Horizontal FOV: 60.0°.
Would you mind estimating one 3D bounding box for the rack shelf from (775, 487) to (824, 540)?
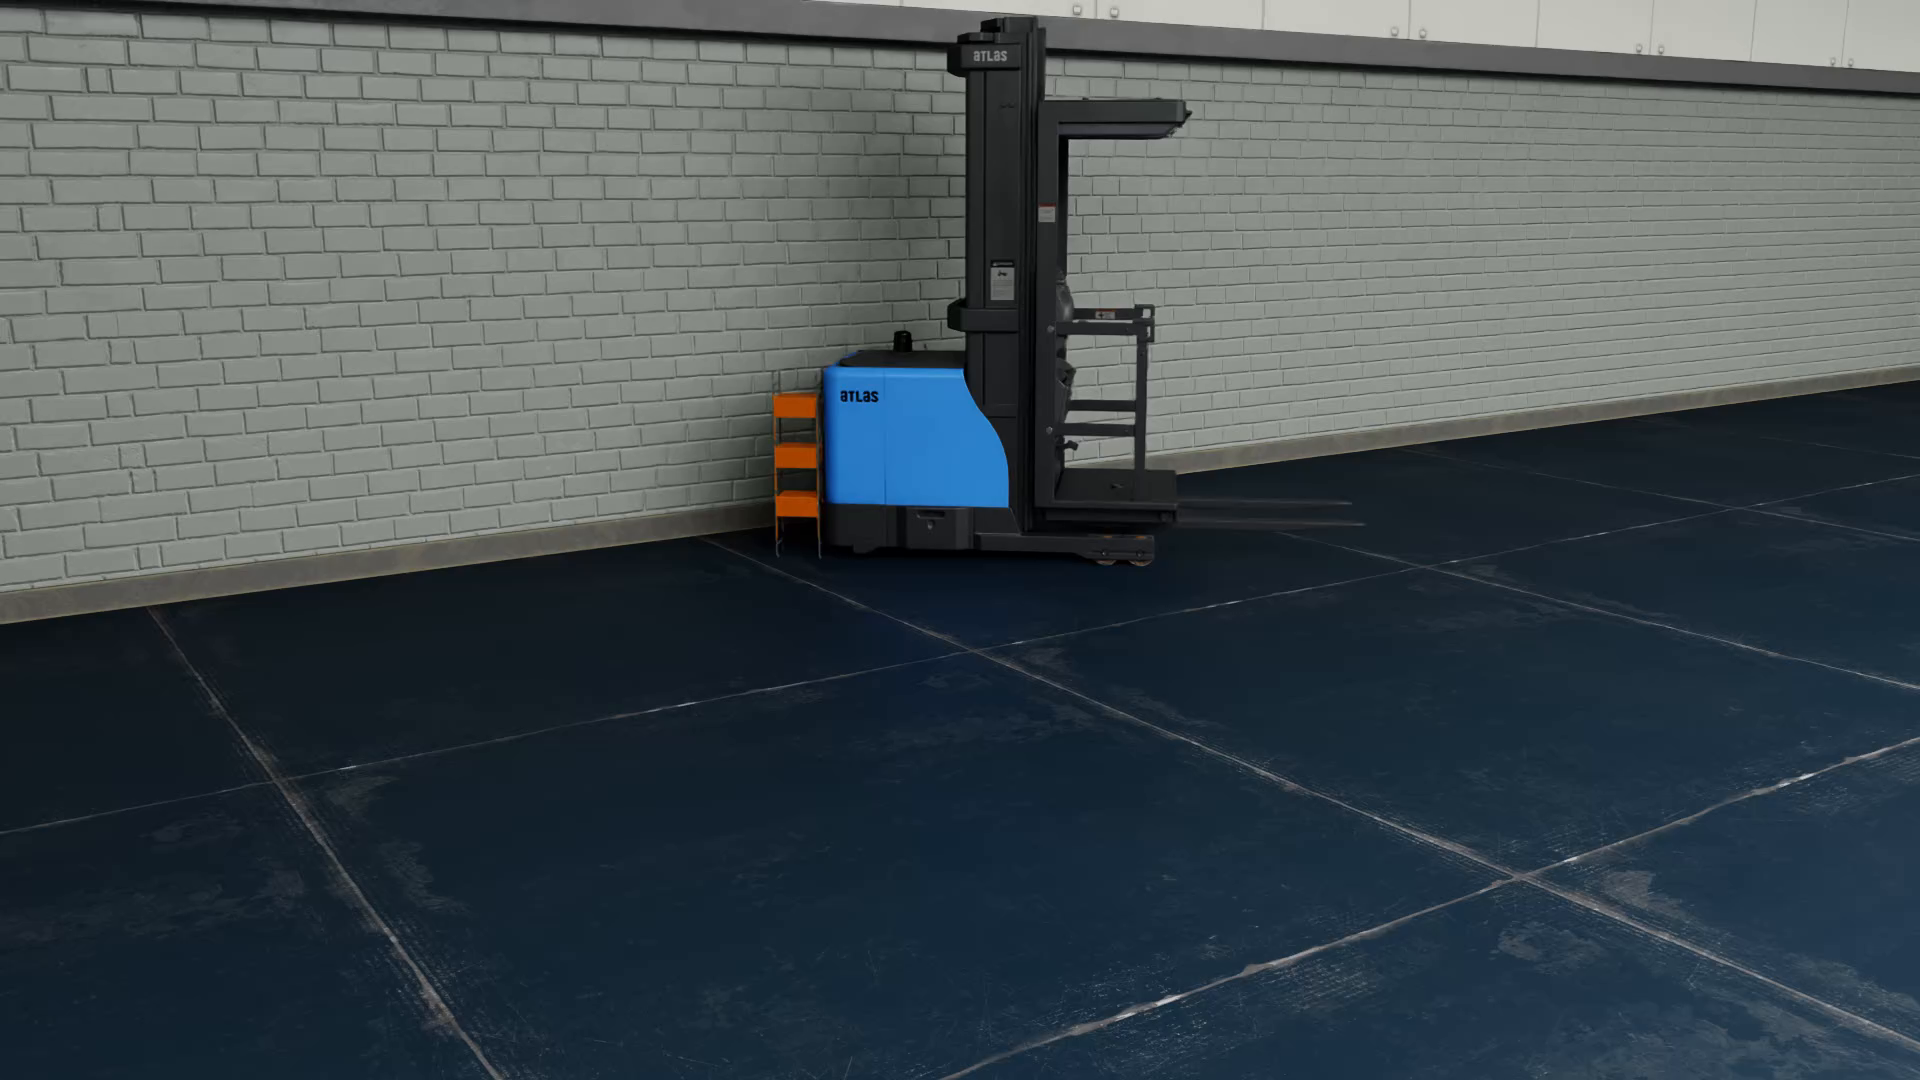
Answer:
[{"bbox_3d":[-0.908,-0.152,9.448,0.240,0.259,0.215,1,12,5],"label":"rack shelf"}]

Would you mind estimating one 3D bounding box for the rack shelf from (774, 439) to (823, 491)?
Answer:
[{"bbox_3d":[-0.907,-0.423,9.388,0.240,0.259,0.215,1,12,5],"label":"rack shelf"}]

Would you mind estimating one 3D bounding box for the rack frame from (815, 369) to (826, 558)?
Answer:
[{"bbox_3d":[-0.786,-0.431,9.377,0.008,1.050,0.200,1,12,5],"label":"rack frame"}]

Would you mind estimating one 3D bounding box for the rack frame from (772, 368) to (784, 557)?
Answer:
[{"bbox_3d":[-1.029,-0.436,9.396,0.008,1.050,0.200,1,12,5],"label":"rack frame"}]

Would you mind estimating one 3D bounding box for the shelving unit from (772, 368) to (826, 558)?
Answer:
[{"bbox_3d":[-0.907,-0.434,9.386,0.252,1.050,0.215,1,12,5],"label":"shelving unit"}]

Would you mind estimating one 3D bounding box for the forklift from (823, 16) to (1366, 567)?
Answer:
[{"bbox_3d":[0.779,-1.405,9.427,3.031,2.935,1.130,1,12,6],"label":"forklift"}]

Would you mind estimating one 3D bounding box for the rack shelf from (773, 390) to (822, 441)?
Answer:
[{"bbox_3d":[-0.907,-0.700,9.328,0.240,0.259,0.215,1,12,5],"label":"rack shelf"}]
